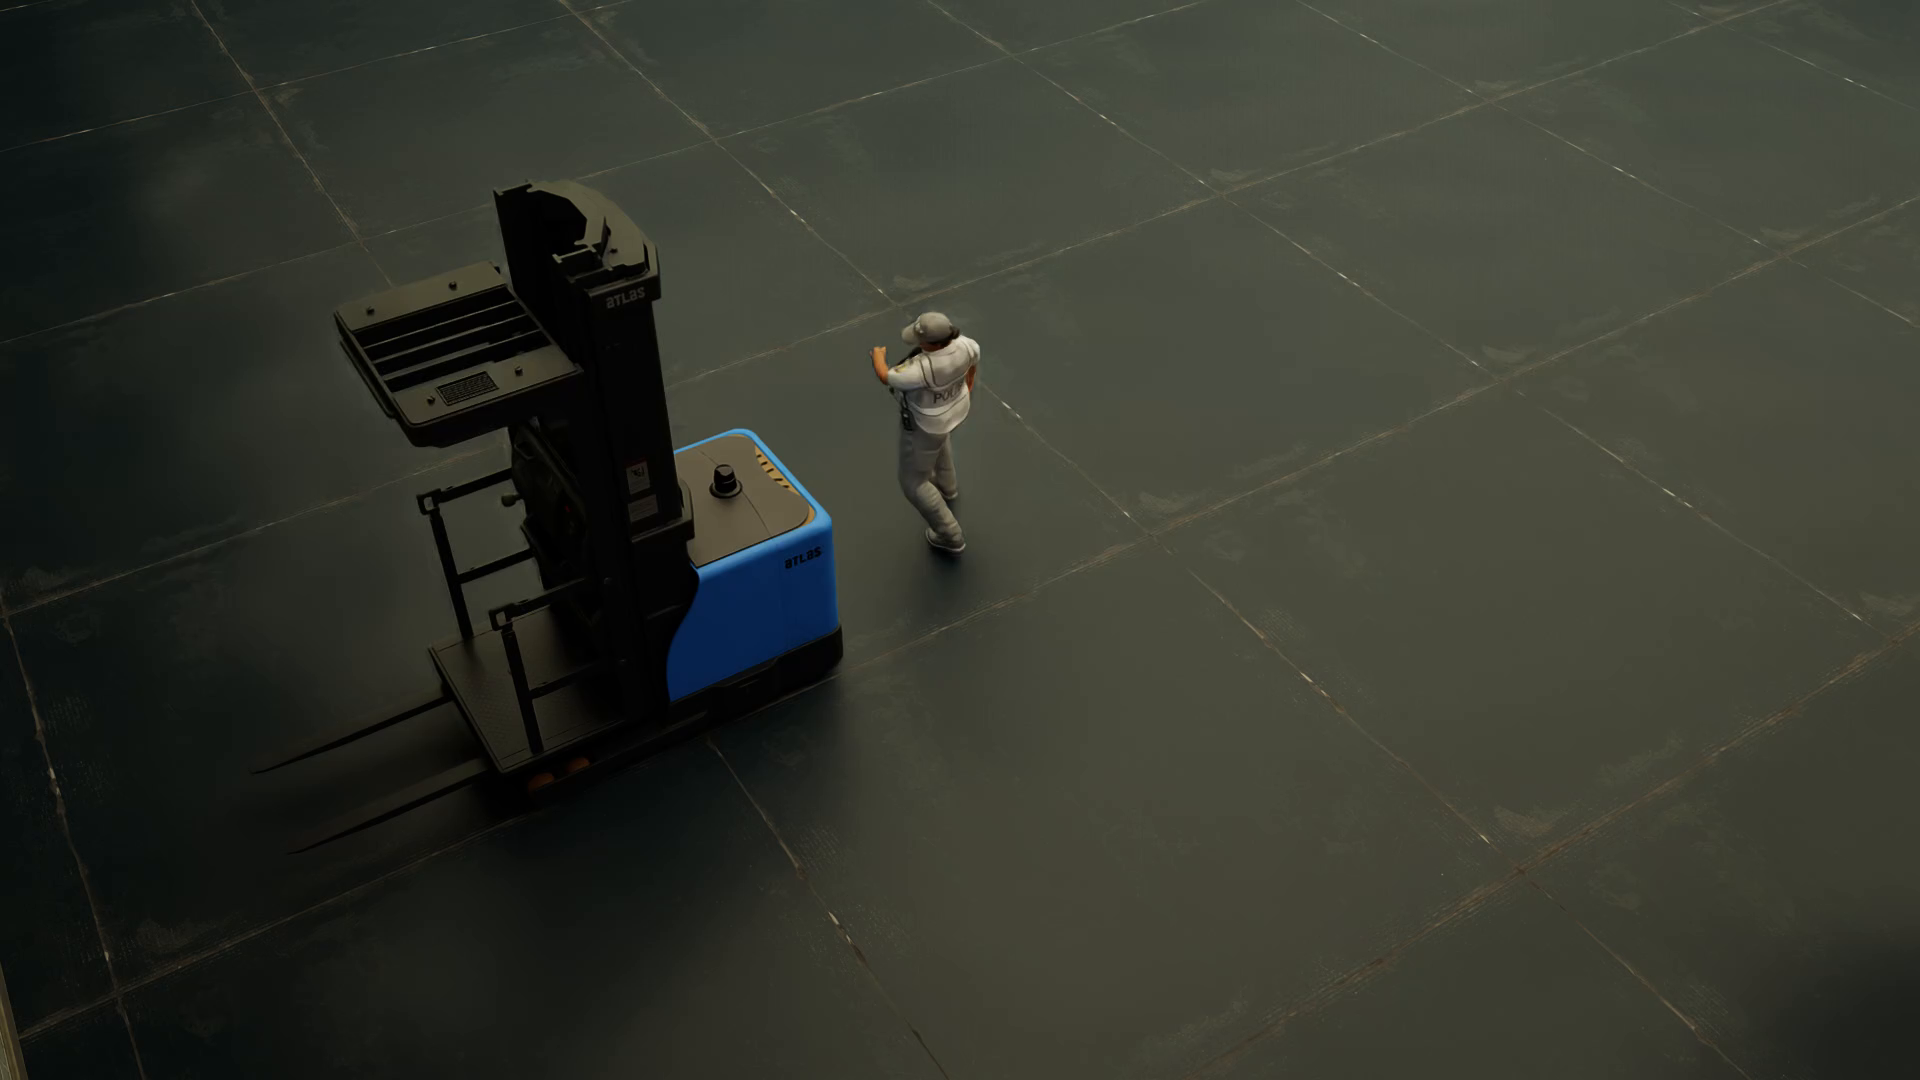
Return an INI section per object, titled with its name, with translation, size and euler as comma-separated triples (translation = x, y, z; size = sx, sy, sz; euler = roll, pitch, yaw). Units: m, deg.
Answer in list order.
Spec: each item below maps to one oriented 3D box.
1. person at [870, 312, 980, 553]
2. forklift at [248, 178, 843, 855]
[person]
translation = -0.165, -0.797, 9.768
size = 0.816, 1.544, 0.731
euler = 24, 46, 25
[forklift]
translation = -2.166, -0.144, 8.035
size = 3.031, 2.935, 1.130
euler = -23, 46, -24
